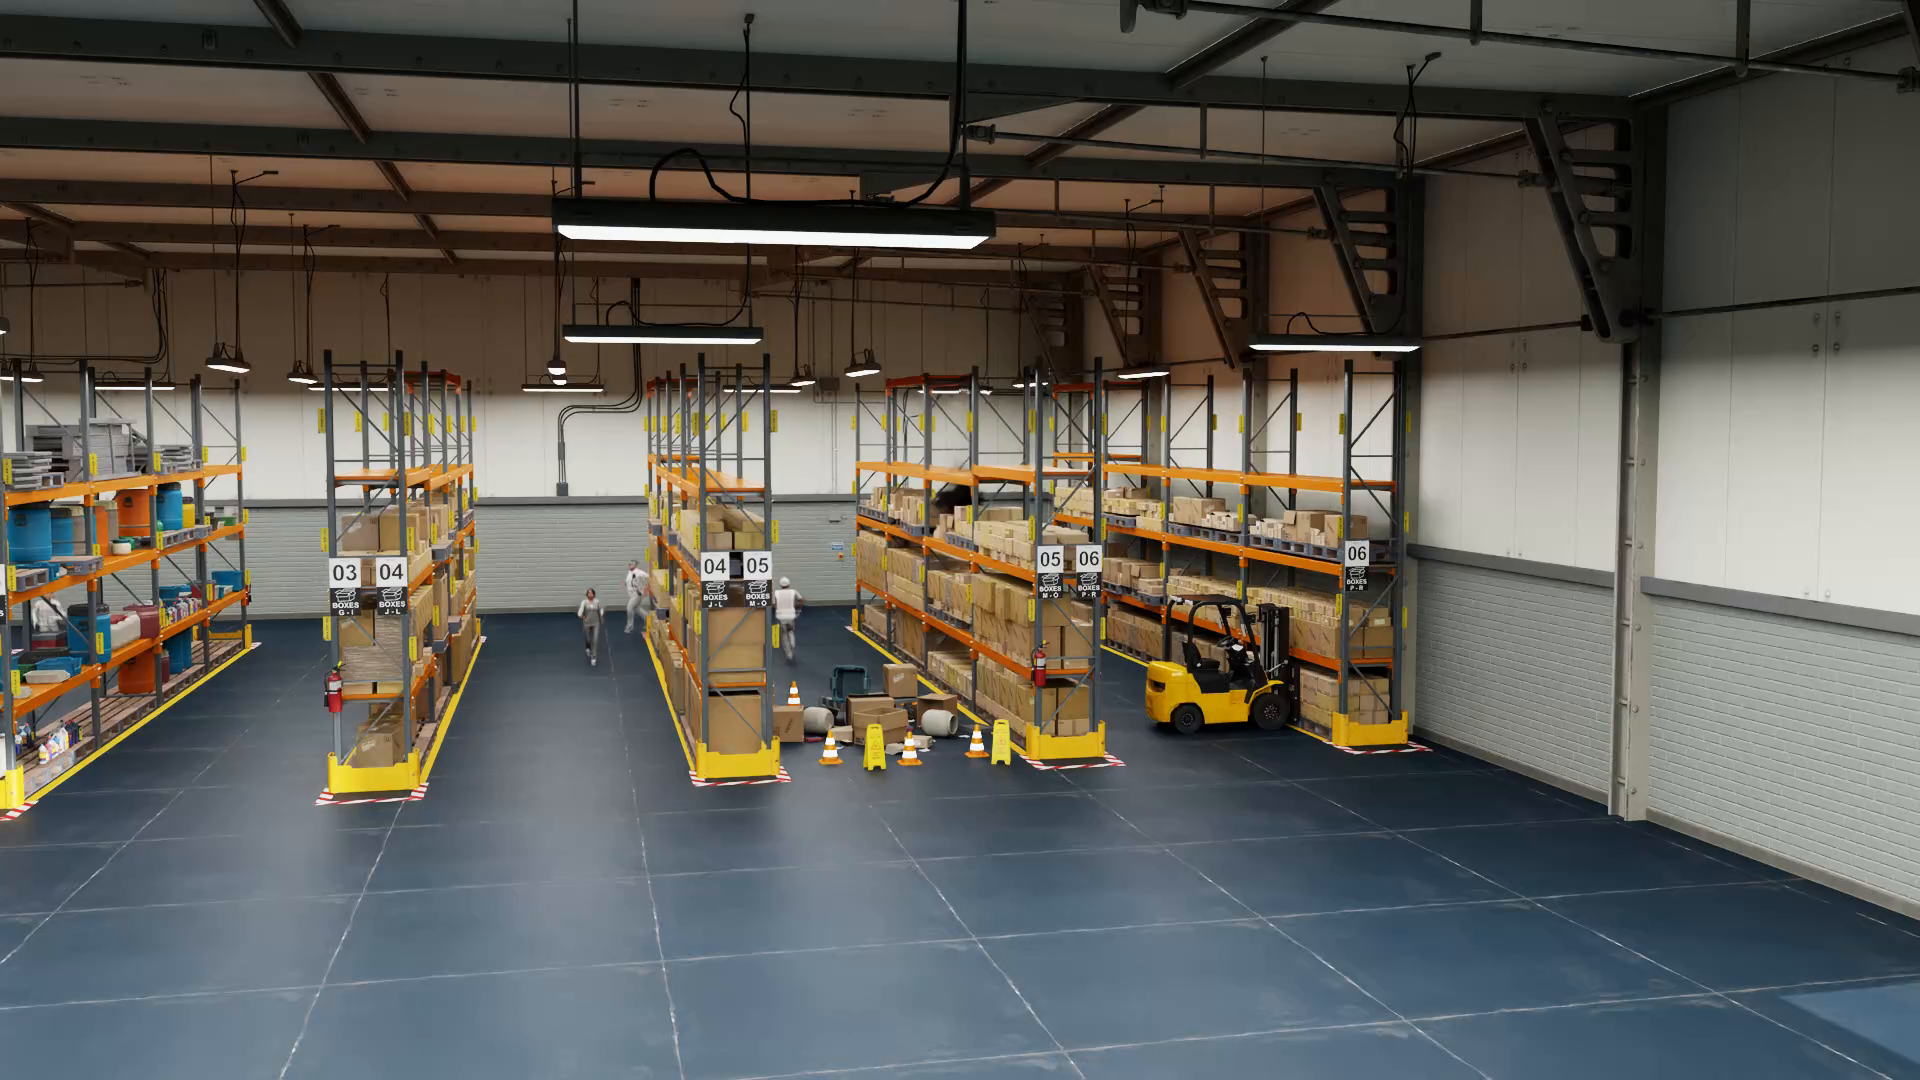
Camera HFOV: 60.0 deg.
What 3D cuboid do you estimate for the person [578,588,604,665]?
[{"bbox_3d":[-7.714,1.794,34.809,0.546,1.587,0.813,-1,4,-18],"label":"person"}]

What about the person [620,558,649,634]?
[{"bbox_3d":[-7.795,1.345,40.149,0.895,1.827,0.680,-3,5,-35],"label":"person"}]

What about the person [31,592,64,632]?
[{"bbox_3d":[-18.781,1.781,34.239,0.590,1.658,0.605,-2,5,-30],"label":"person"}]

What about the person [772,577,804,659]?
[{"bbox_3d":[-3.710,1.654,35.431,0.676,1.732,0.664,-1,4,-17],"label":"person"}]
